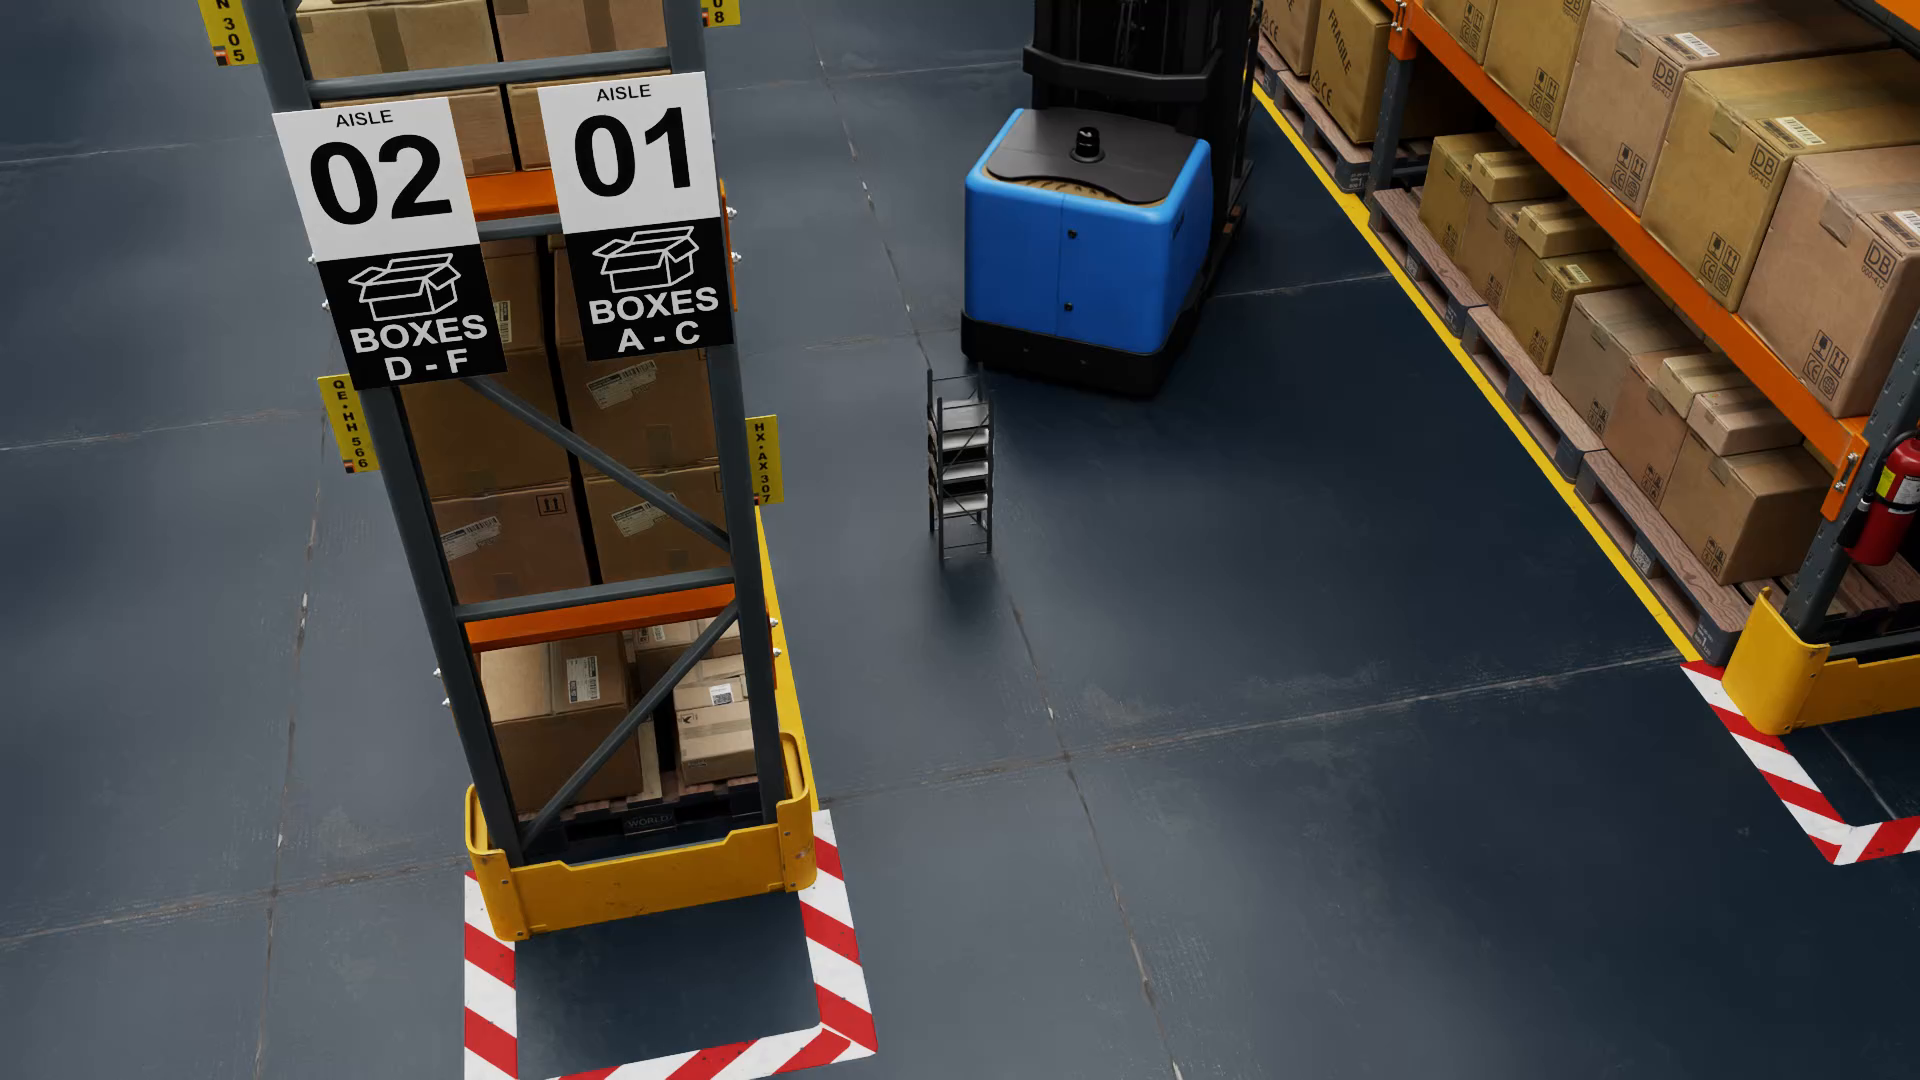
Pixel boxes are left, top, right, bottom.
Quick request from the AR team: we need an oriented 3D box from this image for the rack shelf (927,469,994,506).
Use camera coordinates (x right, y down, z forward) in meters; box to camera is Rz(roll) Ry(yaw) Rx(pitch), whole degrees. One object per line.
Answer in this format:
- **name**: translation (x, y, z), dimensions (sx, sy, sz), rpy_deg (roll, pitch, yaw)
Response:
- **rack shelf**: translation (0.002, -0.239, 7.309), dimensions (0.258, 0.077, 0.200), rpy_deg (-8, 42, -9)

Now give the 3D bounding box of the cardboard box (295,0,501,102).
- **cardboard box**: translation (-1.466, -1.378, 4.301), dimensions (0.500, 0.250, 0.500), rpy_deg (-8, 42, -9)

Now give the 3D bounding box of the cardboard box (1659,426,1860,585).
- **cardboard box**: translation (3.481, -0.203, 7.067), dimensions (0.700, 0.500, 0.500), rpy_deg (-8, 42, -9)

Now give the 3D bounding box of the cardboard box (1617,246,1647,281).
- **cardboard box**: translation (3.374, -1.379, 7.903), dimensions (0.380, 0.149, 0.250), rpy_deg (-9, 42, -10)

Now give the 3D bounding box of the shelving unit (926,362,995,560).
- **shelving unit**: translation (0.002, -0.331, 7.227), dimensions (0.258, 0.900, 0.210), rpy_deg (-8, 42, -9)

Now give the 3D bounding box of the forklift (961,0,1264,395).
- **forklift**: translation (0.994, -2.805, 8.484), dimensions (1.130, 2.935, 3.031), rpy_deg (14, 43, 15)

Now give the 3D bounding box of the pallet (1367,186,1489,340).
- **pallet**: translation (2.954, -1.587, 9.160), dimensions (1.003, 0.211, 1.213), rpy_deg (-8, 42, -9)

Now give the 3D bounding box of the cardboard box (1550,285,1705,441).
- **cardboard box**: translation (3.264, -0.853, 7.800), dimensions (0.700, 0.500, 0.500), rpy_deg (-10, 42, -11)

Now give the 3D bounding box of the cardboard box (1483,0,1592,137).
- **cardboard box**: translation (3.120, -2.418, 7.770), dimensions (0.980, 0.700, 0.700), rpy_deg (-9, 42, -10)

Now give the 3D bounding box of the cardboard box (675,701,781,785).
- **cardboard box**: translation (-0.861, 0.752, 6.241), dimensions (0.380, 0.149, 0.250), rpy_deg (-8, 42, -9)

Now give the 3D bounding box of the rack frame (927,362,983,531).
- **rack frame**: translation (-0.020, -0.397, 7.301), dimensions (0.240, 0.900, 0.006), rpy_deg (-8, 42, -9)

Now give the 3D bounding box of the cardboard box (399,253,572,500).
- **cardboard box**: translation (-1.471, -0.489, 4.995), dimensions (0.500, 0.500, 0.500), rpy_deg (-9, 42, -10)

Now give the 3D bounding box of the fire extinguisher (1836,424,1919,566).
- **fire extinguisher**: translation (3.312, -0.209, 5.847), dimensions (0.296, 0.674, 0.183), rpy_deg (-8, 42, -9)

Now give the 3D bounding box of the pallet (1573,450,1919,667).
- **pallet**: translation (3.481, -0.005, 7.379), dimensions (1.003, 0.211, 1.213), rpy_deg (-8, 42, -9)

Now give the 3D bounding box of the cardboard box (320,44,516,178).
- **cardboard box**: translation (-1.474, -1.190, 4.466), dimensions (0.500, 0.250, 0.500), rpy_deg (-8, 42, -9)

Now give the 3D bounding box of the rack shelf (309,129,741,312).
- **rack shelf**: translation (-1.538, -1.978, 5.783), dimensions (1.077, 0.370, 4.000), rpy_deg (-8, 42, -9)

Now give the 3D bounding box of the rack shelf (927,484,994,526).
- **rack shelf**: translation (0.002, -0.172, 7.369), dimensions (0.258, 0.077, 0.200), rpy_deg (-8, 42, -9)

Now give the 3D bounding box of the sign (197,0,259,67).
- **sign**: translation (-1.652, -1.215, 3.715), dimensions (0.100, 0.325, 0.005), rpy_deg (-8, 42, -9)

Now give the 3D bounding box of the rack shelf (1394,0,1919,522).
- **rack shelf**: translation (3.298, -1.568, 7.581), dimensions (1.077, 0.370, 4.000), rpy_deg (-8, 42, -9)

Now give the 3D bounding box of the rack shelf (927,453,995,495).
- **rack shelf**: translation (0.002, -0.306, 7.249), dimensions (0.258, 0.077, 0.200), rpy_deg (-8, 42, -9)

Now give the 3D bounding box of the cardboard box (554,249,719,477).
- **cardboard box**: translation (-0.944, -0.566, 5.081), dimensions (0.500, 0.500, 0.500), rpy_deg (-7, 42, -8)

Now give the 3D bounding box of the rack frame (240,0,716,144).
- **rack frame**: translation (-1.106, -2.072, 3.088), dimensions (1.000, 3.000, 0.127), rpy_deg (-8, 42, -9)

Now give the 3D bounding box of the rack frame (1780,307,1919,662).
- **rack frame**: translation (3.730, -0.541, 5.882), dimensions (1.000, 3.000, 0.127), rpy_deg (-8, 42, -9)

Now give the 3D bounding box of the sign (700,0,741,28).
- **sign**: translation (-0.576, -1.355, 3.881), dimensions (0.100, 0.325, 0.005), rpy_deg (-8, 42, -9)

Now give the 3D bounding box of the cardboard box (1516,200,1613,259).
- **cardboard box**: translation (2.936, -1.513, 8.054), dimensions (0.380, 0.149, 0.250), rpy_deg (-9, 42, -11)

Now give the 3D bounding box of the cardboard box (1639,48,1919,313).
- **cardboard box**: translation (3.442, -1.452, 6.682), dimensions (0.980, 0.700, 0.700), rpy_deg (-9, 42, -10)

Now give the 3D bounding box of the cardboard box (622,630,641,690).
- **cardboard box**: translation (-1.464, 0.474, 6.541), dimensions (0.380, 0.166, 0.250), rpy_deg (-8, 42, -9)

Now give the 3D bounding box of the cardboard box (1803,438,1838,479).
- **cardboard box**: translation (3.703, -0.393, 6.793), dimensions (0.380, 0.149, 0.250), rpy_deg (-8, 42, -9)

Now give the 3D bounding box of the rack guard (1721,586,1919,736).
- **rack guard**: translation (3.735, 0.409, 6.694), dimensions (1.175, 0.500, 0.348), rpy_deg (-8, 42, -9)

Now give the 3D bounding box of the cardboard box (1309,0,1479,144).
- **cardboard box**: translation (2.599, -2.890, 9.831), dimensions (0.750, 0.750, 0.750), rpy_deg (-8, 42, -9)

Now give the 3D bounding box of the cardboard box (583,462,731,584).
- **cardboard box**: translation (-0.944, -0.192, 5.413), dimensions (0.500, 0.500, 0.500), rpy_deg (-8, 42, -8)

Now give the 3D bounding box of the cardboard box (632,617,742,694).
- **cardboard box**: translation (-1.054, 0.318, 6.654), dimensions (0.500, 0.250, 0.500), rpy_deg (-8, 42, -9)

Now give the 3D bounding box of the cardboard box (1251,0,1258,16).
- **cardboard box**: translation (2.217, -4.016, 11.099), dimensions (0.750, 0.750, 0.750), rpy_deg (-9, 42, -9)

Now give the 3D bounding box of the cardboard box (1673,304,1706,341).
- **cardboard box**: translation (3.484, -1.048, 7.531), dimensions (0.380, 0.149, 0.250), rpy_deg (-8, 42, -9)

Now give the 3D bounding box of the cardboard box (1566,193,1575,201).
- **cardboard box**: translation (3.264, -1.710, 8.276), dimensions (0.380, 0.149, 0.250), rpy_deg (-10, 42, -11)

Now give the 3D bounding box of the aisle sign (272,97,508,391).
- **aisle sign**: translation (-1.391, -0.713, 4.117), dimensions (0.394, 0.787, 0.004), rpy_deg (-8, 42, -9)

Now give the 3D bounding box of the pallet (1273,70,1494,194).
- **pallet**: translation (2.626, -2.580, 10.280), dimensions (1.003, 0.211, 1.213), rpy_deg (-8, 42, -9)

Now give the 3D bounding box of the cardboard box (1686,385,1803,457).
- **cardboard box**: translation (3.276, -0.502, 6.916), dimensions (0.380, 0.149, 0.250), rpy_deg (-9, 42, -10)

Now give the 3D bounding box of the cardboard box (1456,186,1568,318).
- **cardboard box**: translation (3.033, -1.531, 8.563), dimensions (0.700, 0.500, 0.500), rpy_deg (-9, 42, -10)
